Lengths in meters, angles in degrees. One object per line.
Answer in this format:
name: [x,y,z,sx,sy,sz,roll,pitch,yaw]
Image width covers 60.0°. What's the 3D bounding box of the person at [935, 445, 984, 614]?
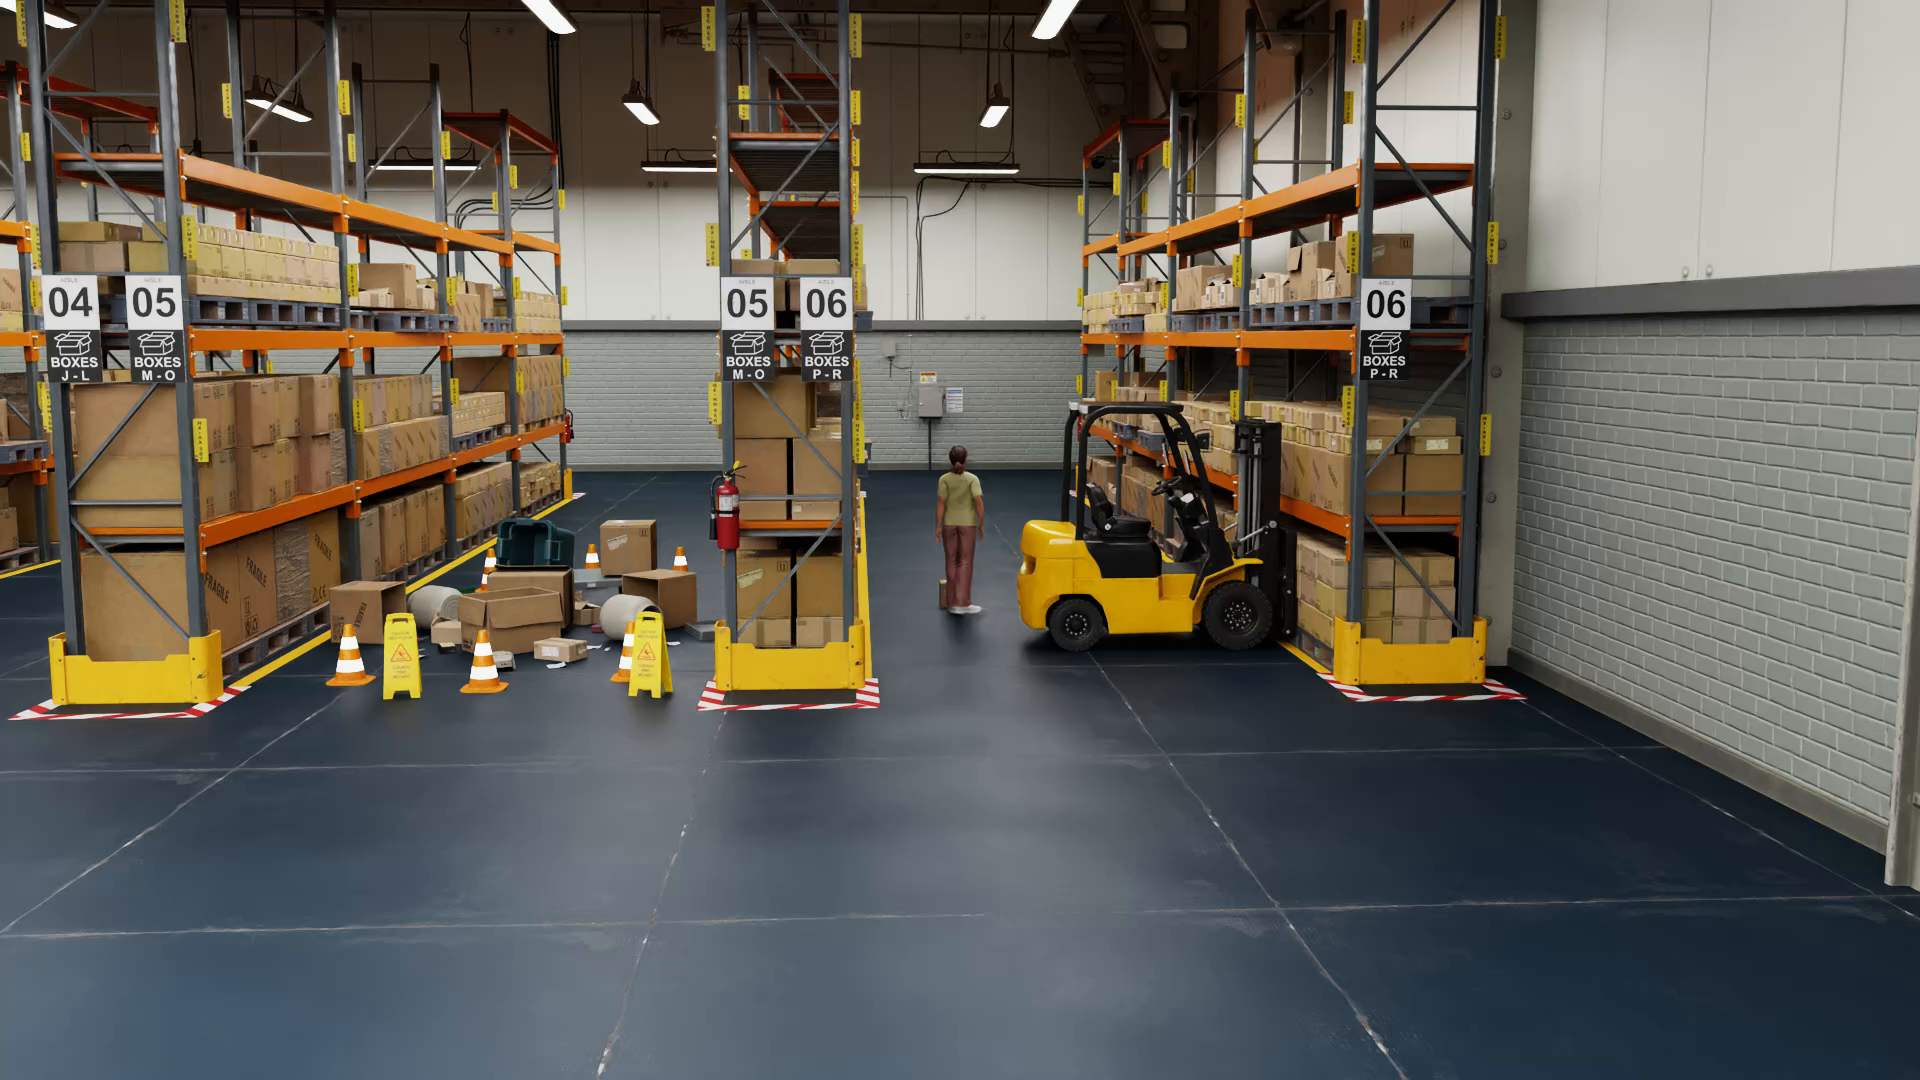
person: [0.001,-0.106,16.517,0.481,1.672,0.396,1,7,7]
